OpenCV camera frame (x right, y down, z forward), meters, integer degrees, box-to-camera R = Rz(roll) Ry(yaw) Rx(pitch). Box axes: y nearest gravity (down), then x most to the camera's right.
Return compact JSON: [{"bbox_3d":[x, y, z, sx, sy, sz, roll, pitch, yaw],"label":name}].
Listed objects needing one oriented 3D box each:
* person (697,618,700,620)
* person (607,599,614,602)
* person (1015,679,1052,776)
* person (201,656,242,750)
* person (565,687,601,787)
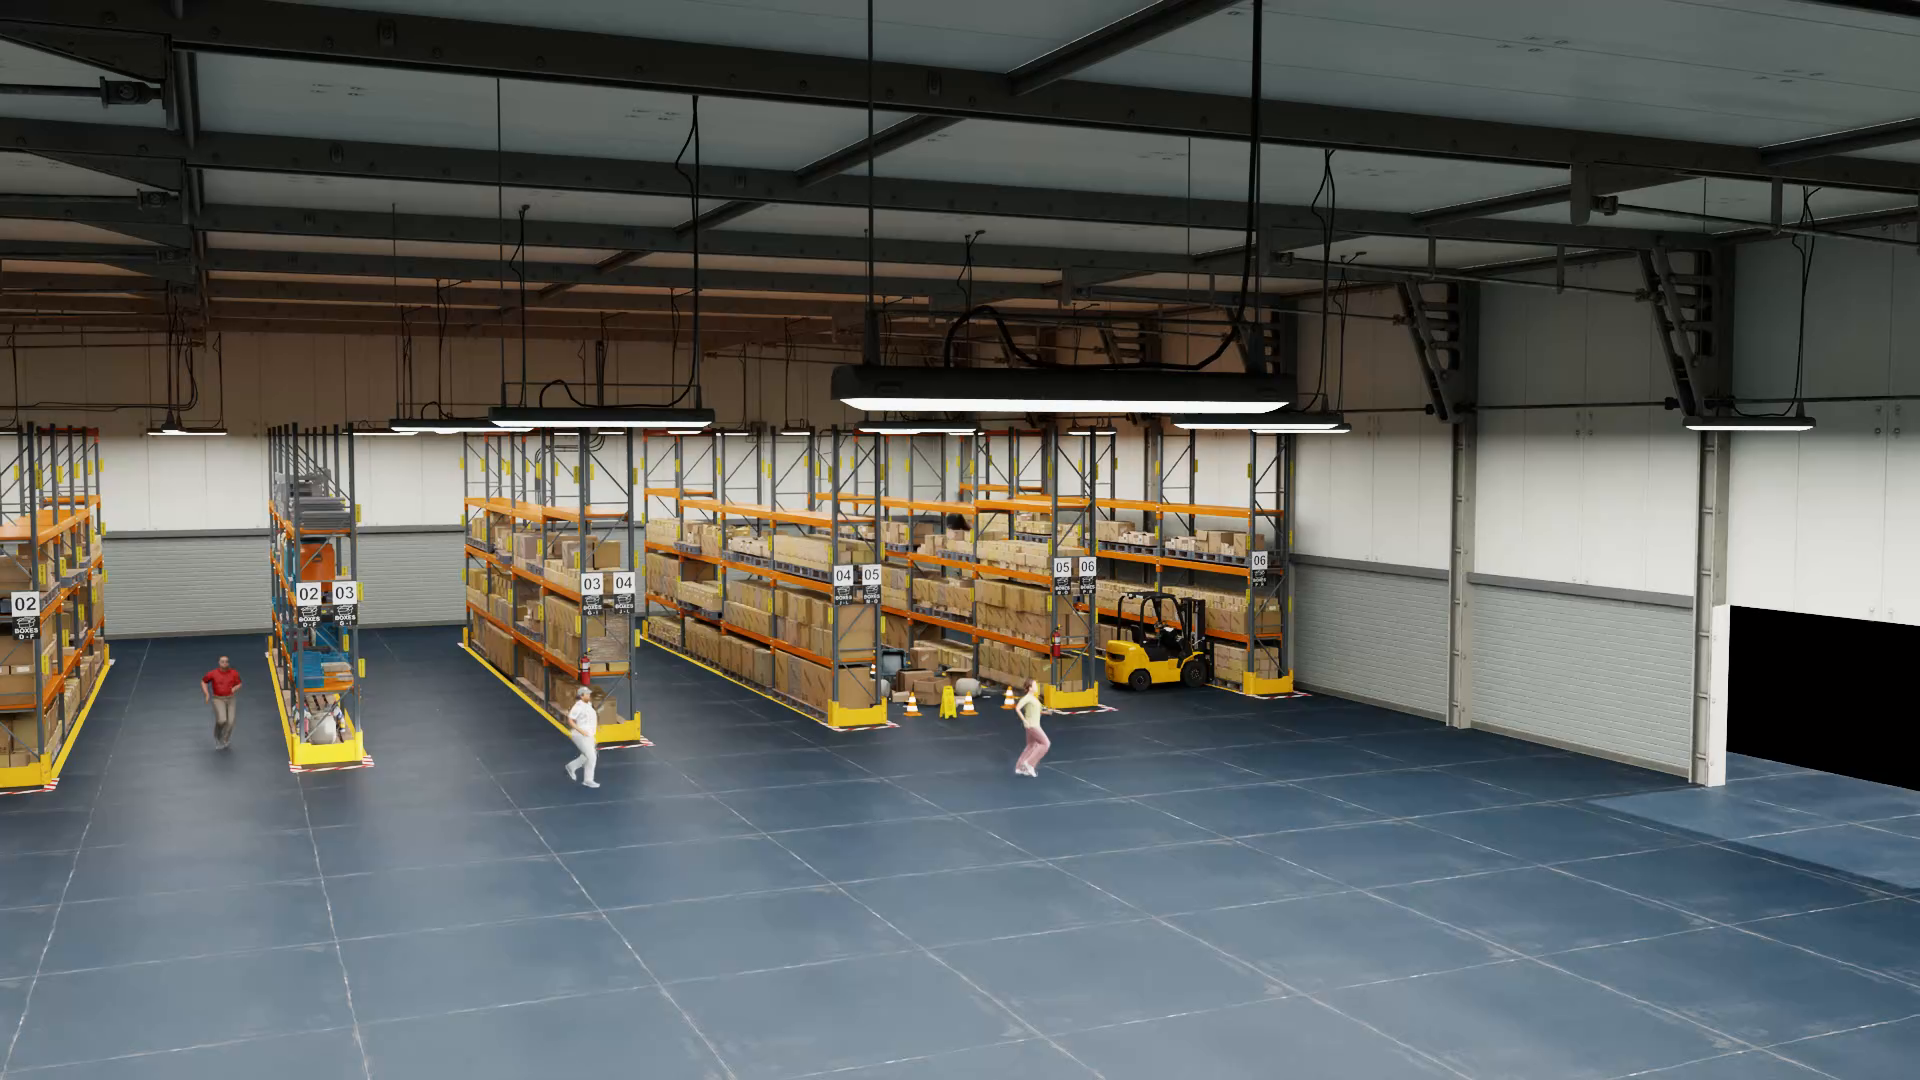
[{"bbox_3d":[-7.641,1.912,49.190,0.615,1.685,0.582,3,5,44],"label":"person"},{"bbox_3d":[-10.127,1.971,47.820,0.798,1.674,0.599,1,4,22],"label":"person"},{"bbox_3d":[1.239,3.164,28.097,0.634,1.640,0.550,0,4,8],"label":"person"},{"bbox_3d":[-13.537,3.000,30.604,0.641,1.722,0.693,-3,5,-40],"label":"person"},{"bbox_3d":[-6.246,3.235,27.392,0.669,1.653,0.629,1,4,11],"label":"person"}]
